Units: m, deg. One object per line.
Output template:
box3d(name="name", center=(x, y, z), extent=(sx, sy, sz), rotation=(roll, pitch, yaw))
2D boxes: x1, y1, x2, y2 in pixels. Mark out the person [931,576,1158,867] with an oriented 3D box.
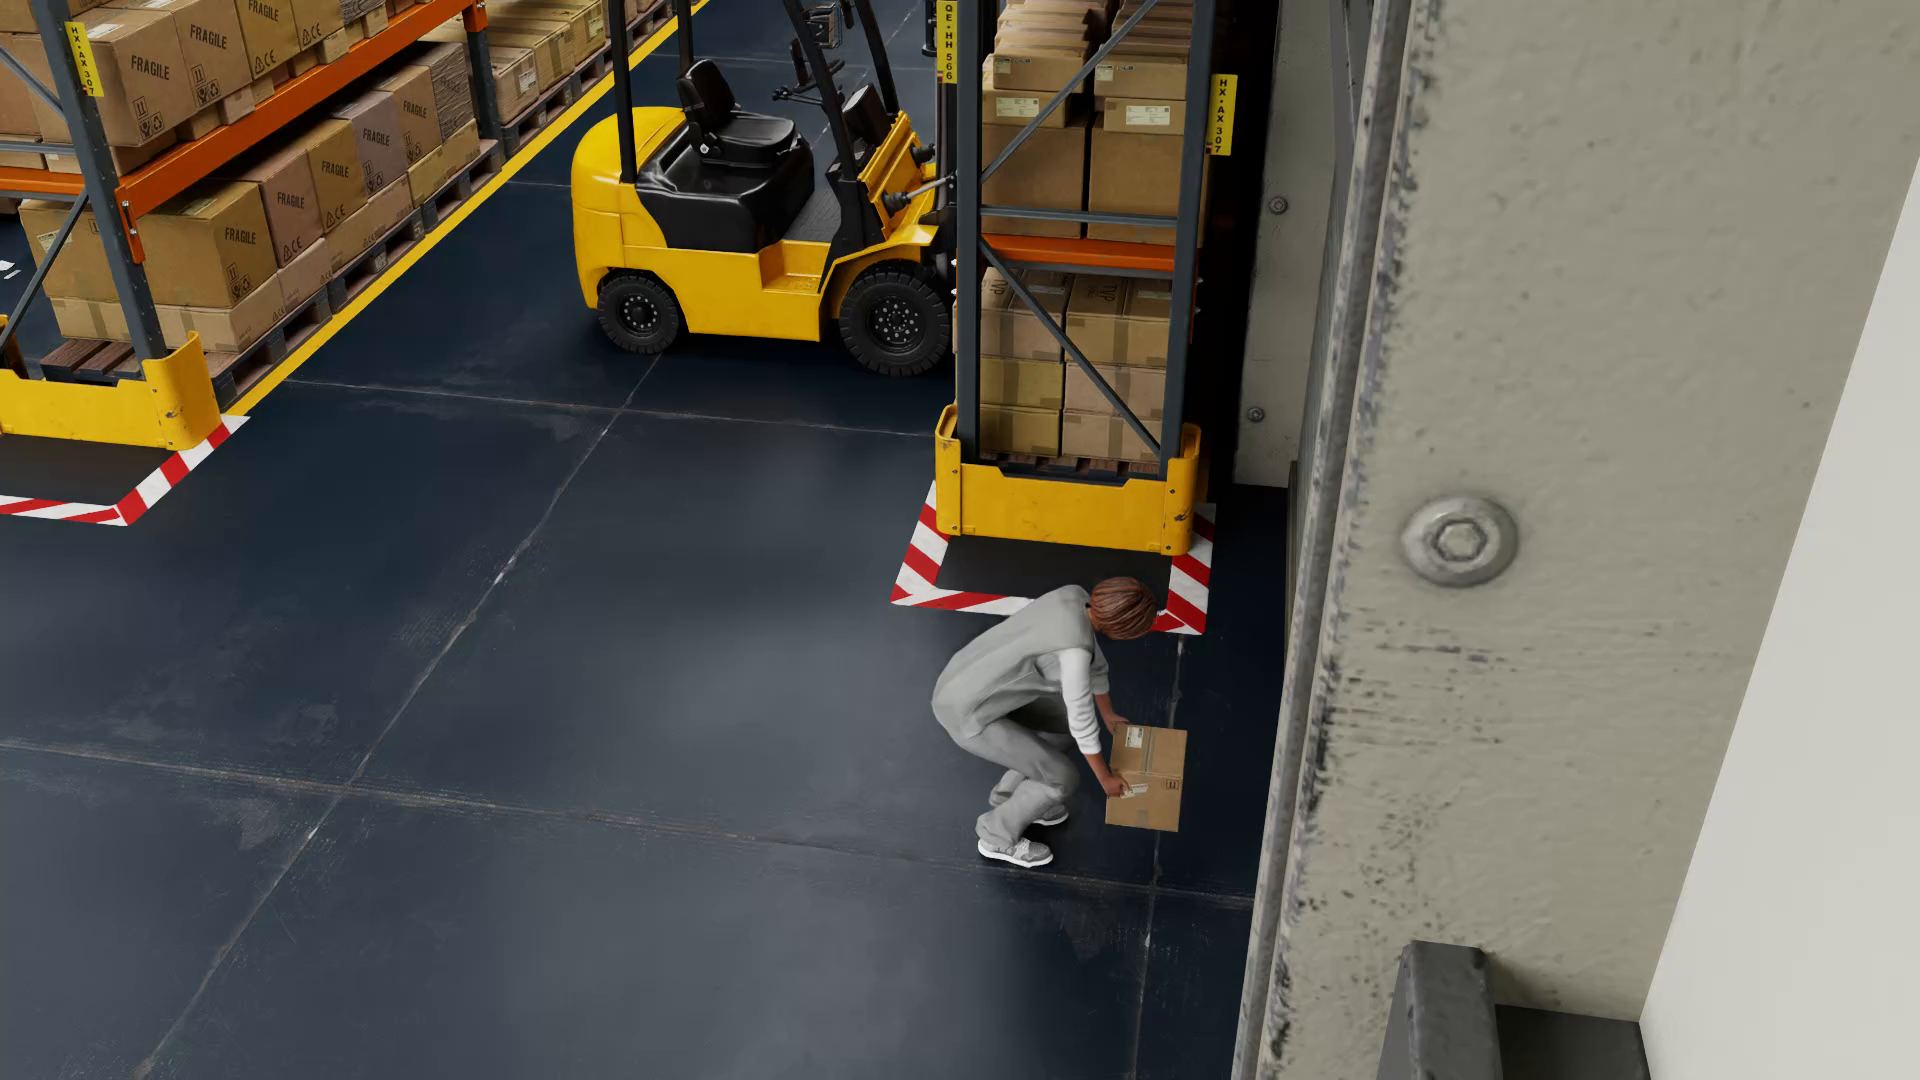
box3d(name="person", center=(0.278, 0.583, 5.695), extent=(0.738, 1.111, 0.464), rotation=(5, 33, 8))
